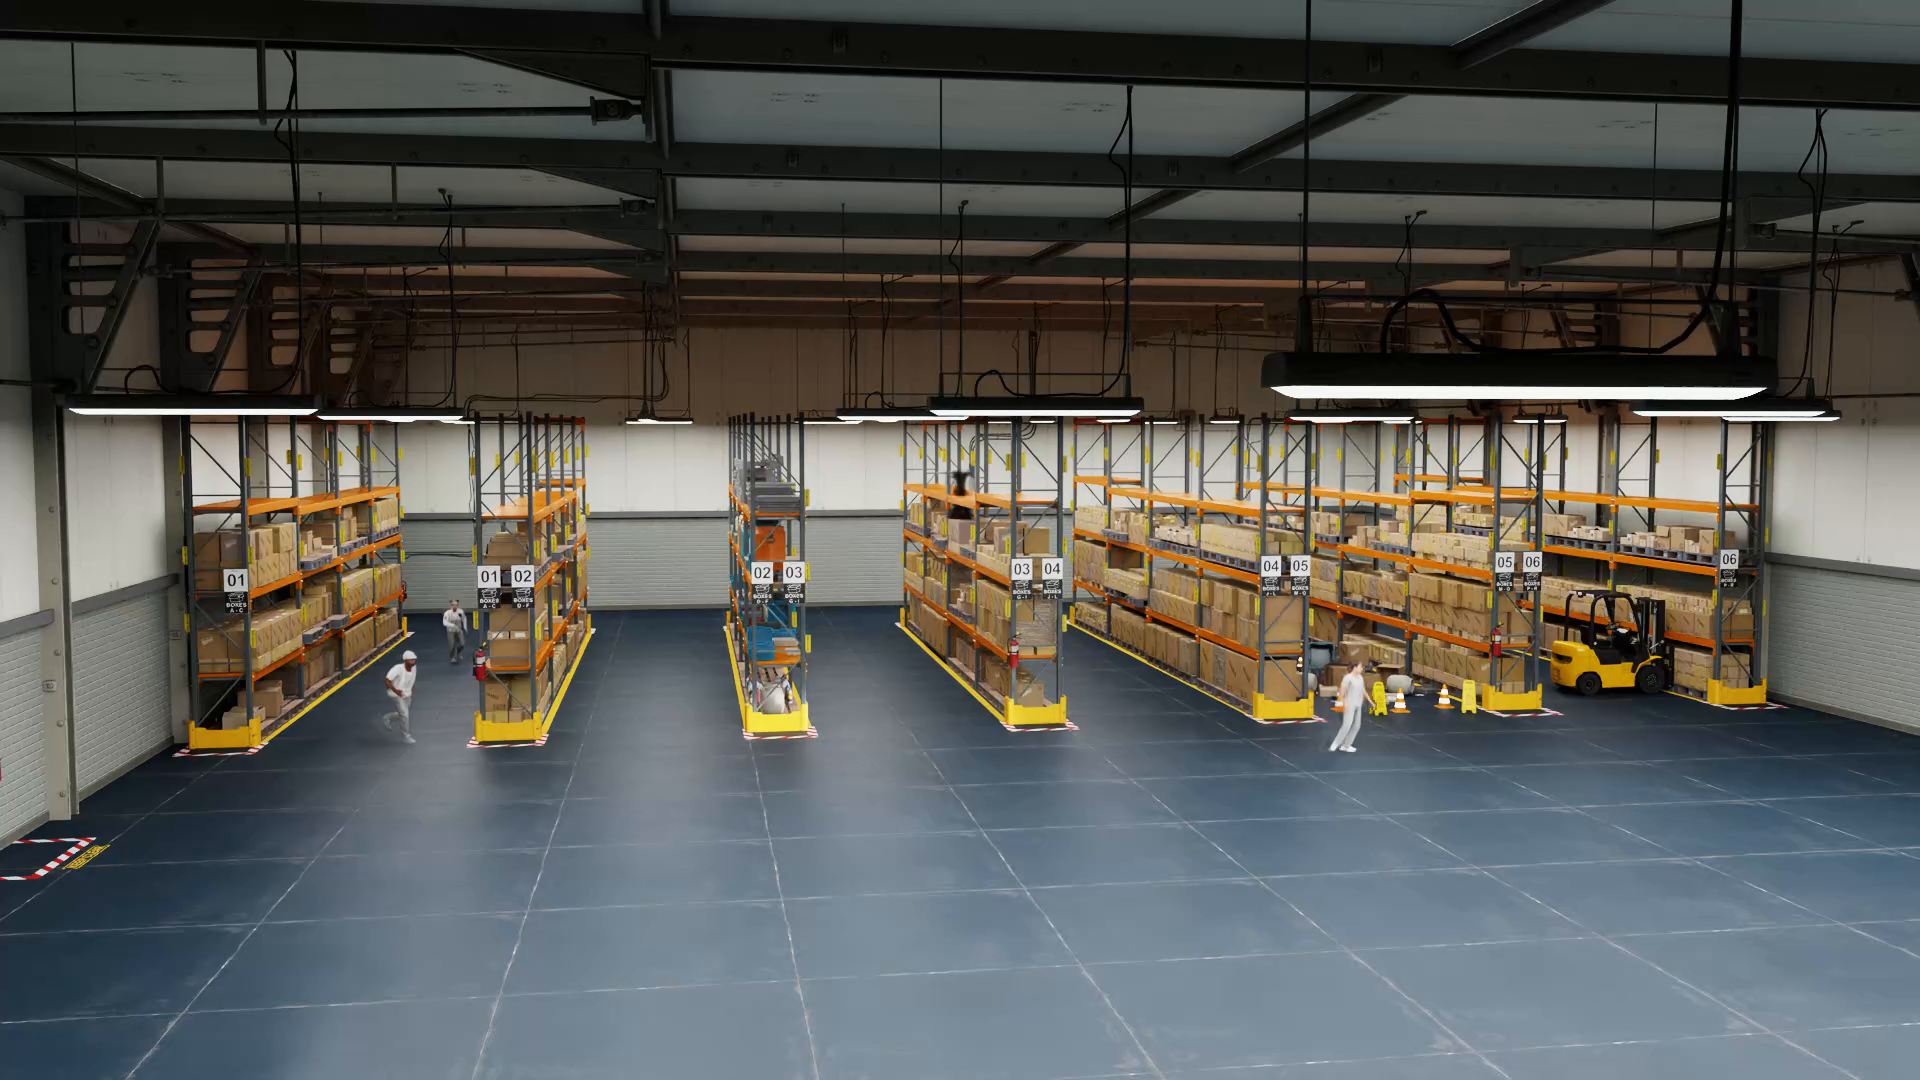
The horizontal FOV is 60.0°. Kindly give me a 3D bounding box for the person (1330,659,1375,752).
[{"bbox_3d":[6.873,2.918,29.194,0.698,1.640,0.540,-3,5,-35],"label":"person"}]

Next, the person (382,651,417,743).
[{"bbox_3d":[-10.177,2.847,30.179,0.856,1.702,0.697,3,5,33],"label":"person"}]

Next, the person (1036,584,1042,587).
[{"bbox_3d":[2.346,1.688,46.892,0.591,1.655,0.613,-1,4,-10],"label":"person"}]

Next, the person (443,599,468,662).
[{"bbox_3d":[-12.197,2.197,40.198,0.610,1.576,0.805,-2,4,-28],"label":"person"}]
